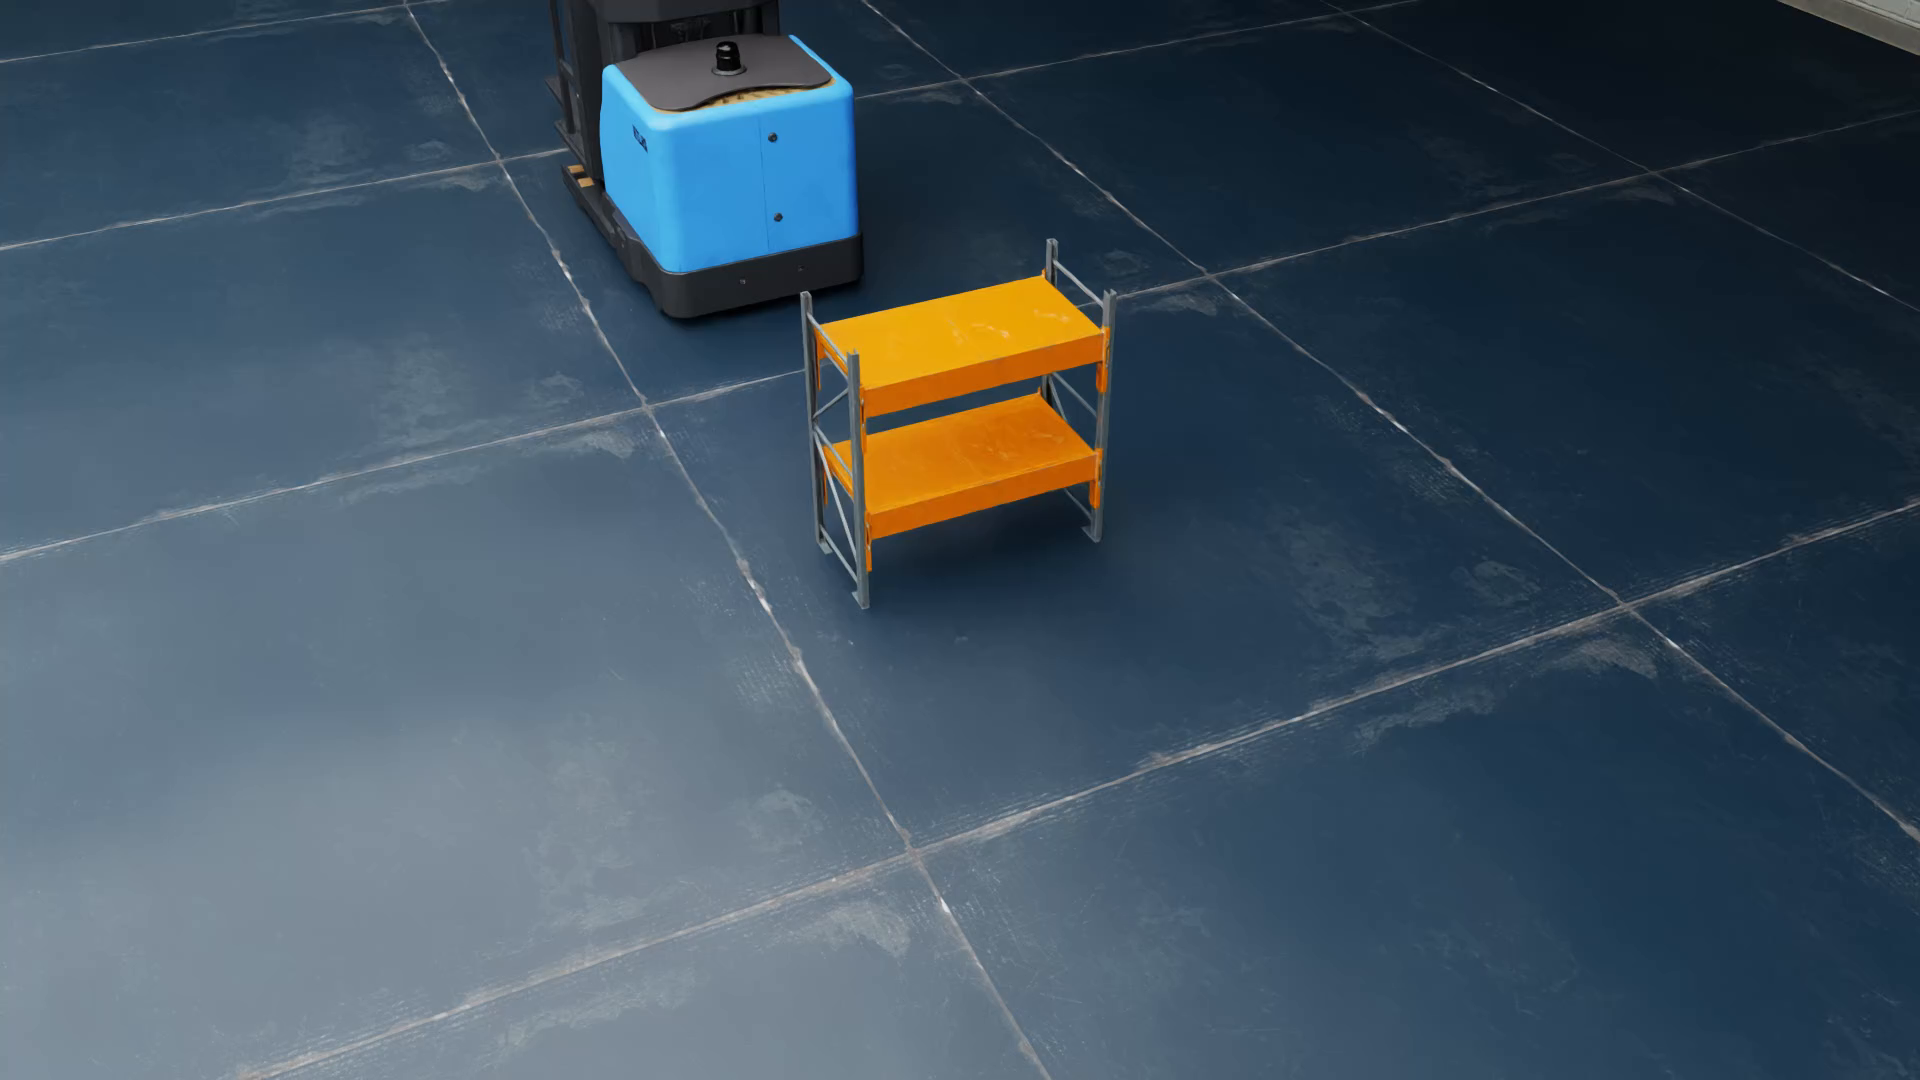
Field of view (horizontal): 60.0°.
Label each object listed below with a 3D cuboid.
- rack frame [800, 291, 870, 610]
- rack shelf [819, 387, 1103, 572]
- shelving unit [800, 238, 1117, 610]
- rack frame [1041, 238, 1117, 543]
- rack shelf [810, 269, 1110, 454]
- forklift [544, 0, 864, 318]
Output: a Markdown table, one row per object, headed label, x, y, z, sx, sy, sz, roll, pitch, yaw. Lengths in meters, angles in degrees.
| label | x | y | z | sx | sy | sz | roll | pitch | yaw |
| --- | --- | --- | --- | --- | --- | --- | --- | --- | --- |
| rack frame | -0.466 | -0.321 | 6.239 | 0.032 | 1.125 | 0.500 | -16 | 39 | -20 |
| rack shelf | -0.006 | -0.254 | 6.558 | 1.000 | 0.278 | 0.538 | -16 | 39 | -20 |
| shelving unit | -0.006 | -0.450 | 6.413 | 1.048 | 1.125 | 0.538 | -16 | 39 | -20 |
| rack frame | 0.454 | -0.579 | 6.586 | 0.032 | 1.125 | 0.500 | -16 | 39 | -20 |
| rack shelf | -0.006 | -0.685 | 6.238 | 1.000 | 0.278 | 0.538 | -16 | 39 | -20 |
| forklift | -1.585 | -3.123 | 8.500 | 1.130 | 2.935 | 3.031 | -16 | 40 | -21 |
